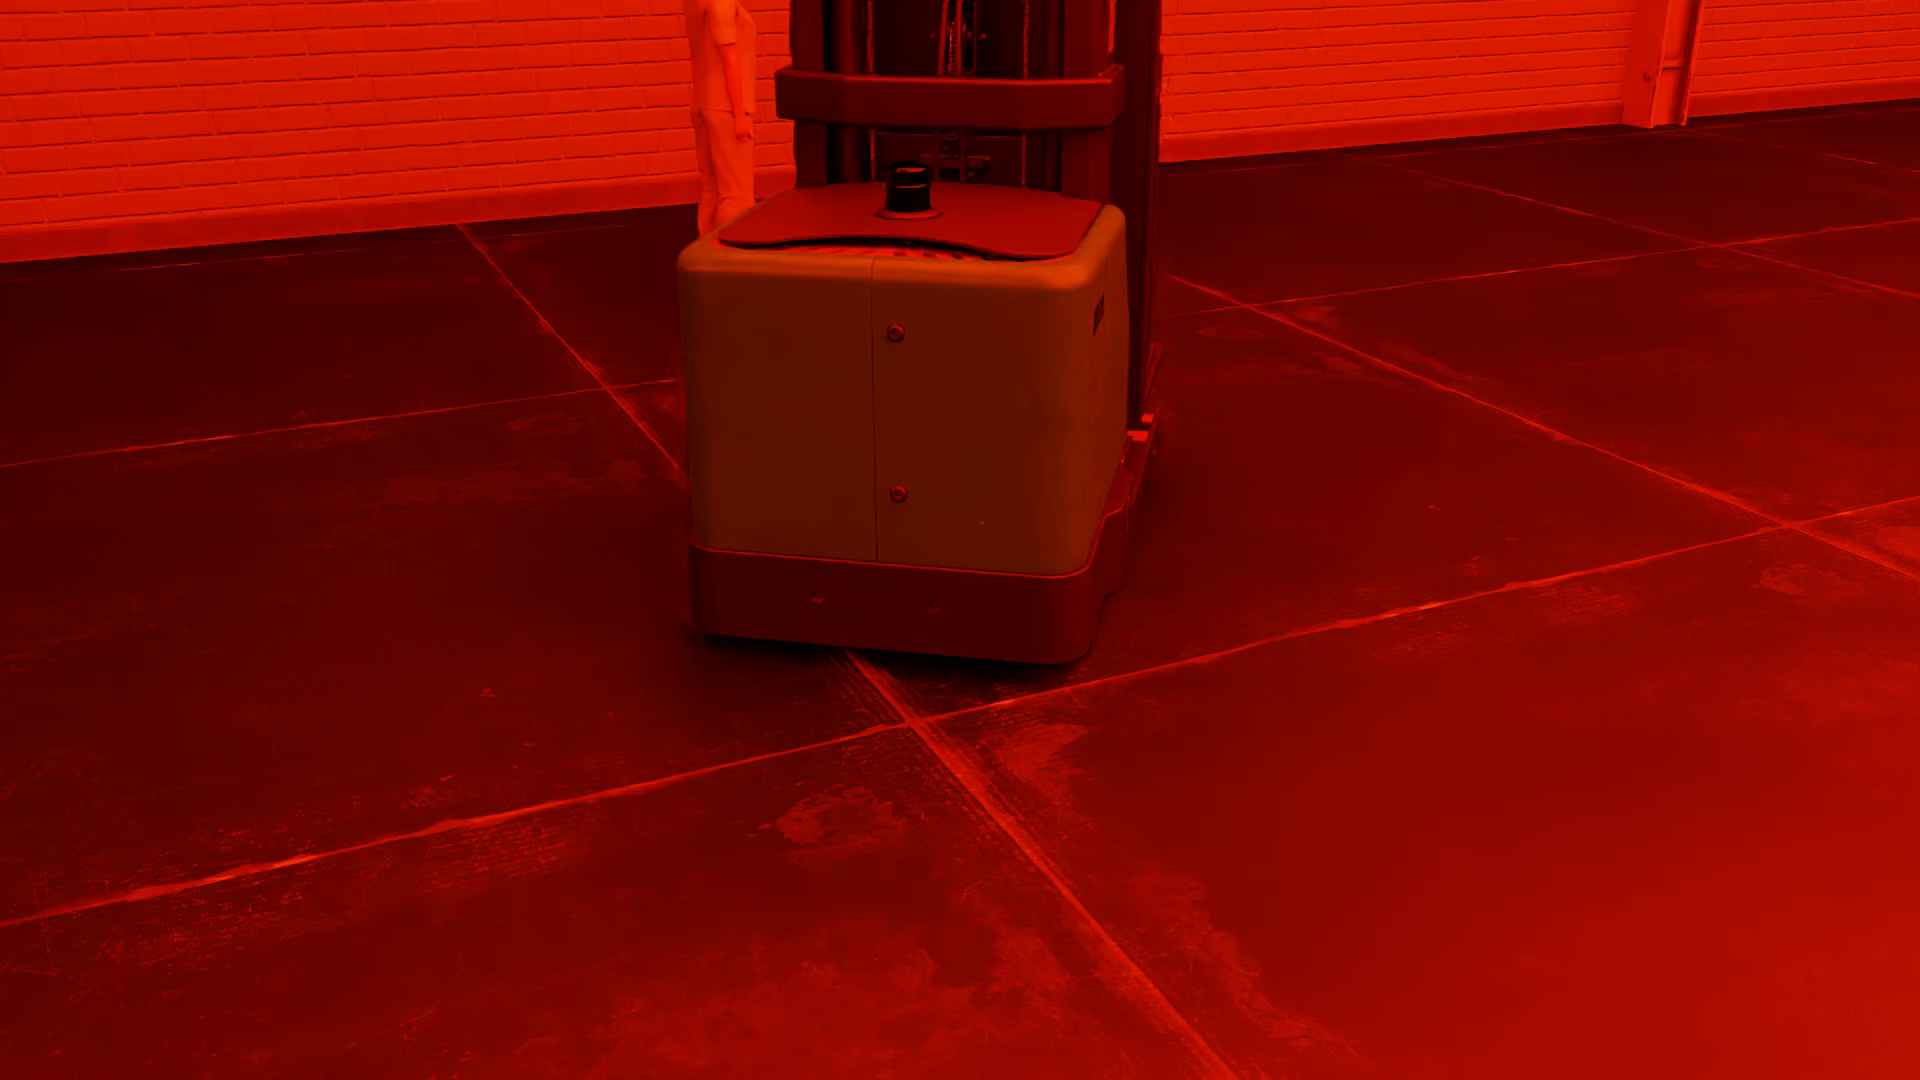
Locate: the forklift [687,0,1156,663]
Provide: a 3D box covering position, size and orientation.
[{"bbox_3d":[0.061,-1.578,5.084,1.130,2.935,3.031,3,23,8],"label":"forklift"}]

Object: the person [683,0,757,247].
[{"bbox_3d":[-1.070,-1.927,7.566,0.370,1.673,0.431,-12,25,-27],"label":"person"}]
